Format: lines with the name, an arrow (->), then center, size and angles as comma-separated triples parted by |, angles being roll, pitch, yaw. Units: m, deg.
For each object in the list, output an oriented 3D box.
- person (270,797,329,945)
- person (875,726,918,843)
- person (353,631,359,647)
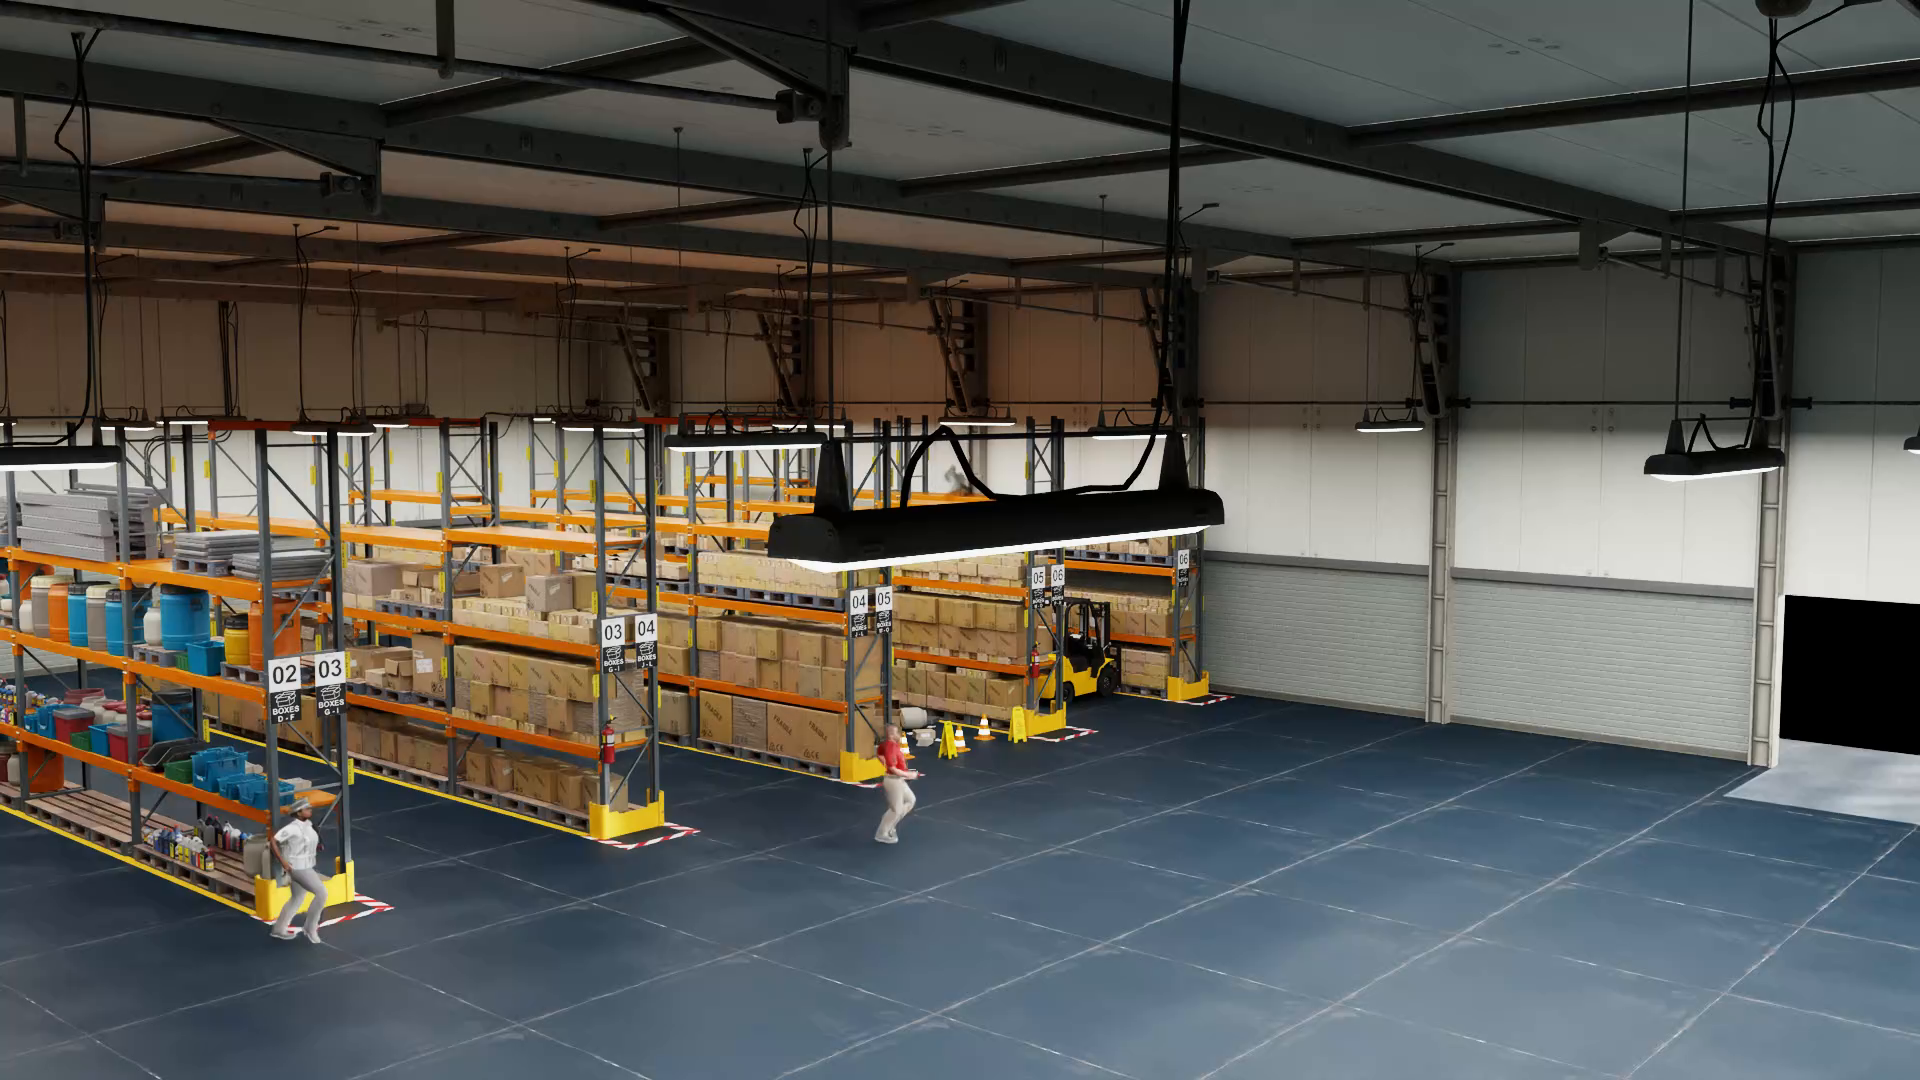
person -> -7.747, 3.881, 19.531 | 0.687, 1.716, 0.570 | -1, 5, -8
person -> -0.921, 3.499, 23.929 | 0.621, 1.691, 0.675 | 0, 5, -5
person -> -12.235, 2.671, 33.292 | 0.888, 1.798, 0.637 | 3, 6, 32
